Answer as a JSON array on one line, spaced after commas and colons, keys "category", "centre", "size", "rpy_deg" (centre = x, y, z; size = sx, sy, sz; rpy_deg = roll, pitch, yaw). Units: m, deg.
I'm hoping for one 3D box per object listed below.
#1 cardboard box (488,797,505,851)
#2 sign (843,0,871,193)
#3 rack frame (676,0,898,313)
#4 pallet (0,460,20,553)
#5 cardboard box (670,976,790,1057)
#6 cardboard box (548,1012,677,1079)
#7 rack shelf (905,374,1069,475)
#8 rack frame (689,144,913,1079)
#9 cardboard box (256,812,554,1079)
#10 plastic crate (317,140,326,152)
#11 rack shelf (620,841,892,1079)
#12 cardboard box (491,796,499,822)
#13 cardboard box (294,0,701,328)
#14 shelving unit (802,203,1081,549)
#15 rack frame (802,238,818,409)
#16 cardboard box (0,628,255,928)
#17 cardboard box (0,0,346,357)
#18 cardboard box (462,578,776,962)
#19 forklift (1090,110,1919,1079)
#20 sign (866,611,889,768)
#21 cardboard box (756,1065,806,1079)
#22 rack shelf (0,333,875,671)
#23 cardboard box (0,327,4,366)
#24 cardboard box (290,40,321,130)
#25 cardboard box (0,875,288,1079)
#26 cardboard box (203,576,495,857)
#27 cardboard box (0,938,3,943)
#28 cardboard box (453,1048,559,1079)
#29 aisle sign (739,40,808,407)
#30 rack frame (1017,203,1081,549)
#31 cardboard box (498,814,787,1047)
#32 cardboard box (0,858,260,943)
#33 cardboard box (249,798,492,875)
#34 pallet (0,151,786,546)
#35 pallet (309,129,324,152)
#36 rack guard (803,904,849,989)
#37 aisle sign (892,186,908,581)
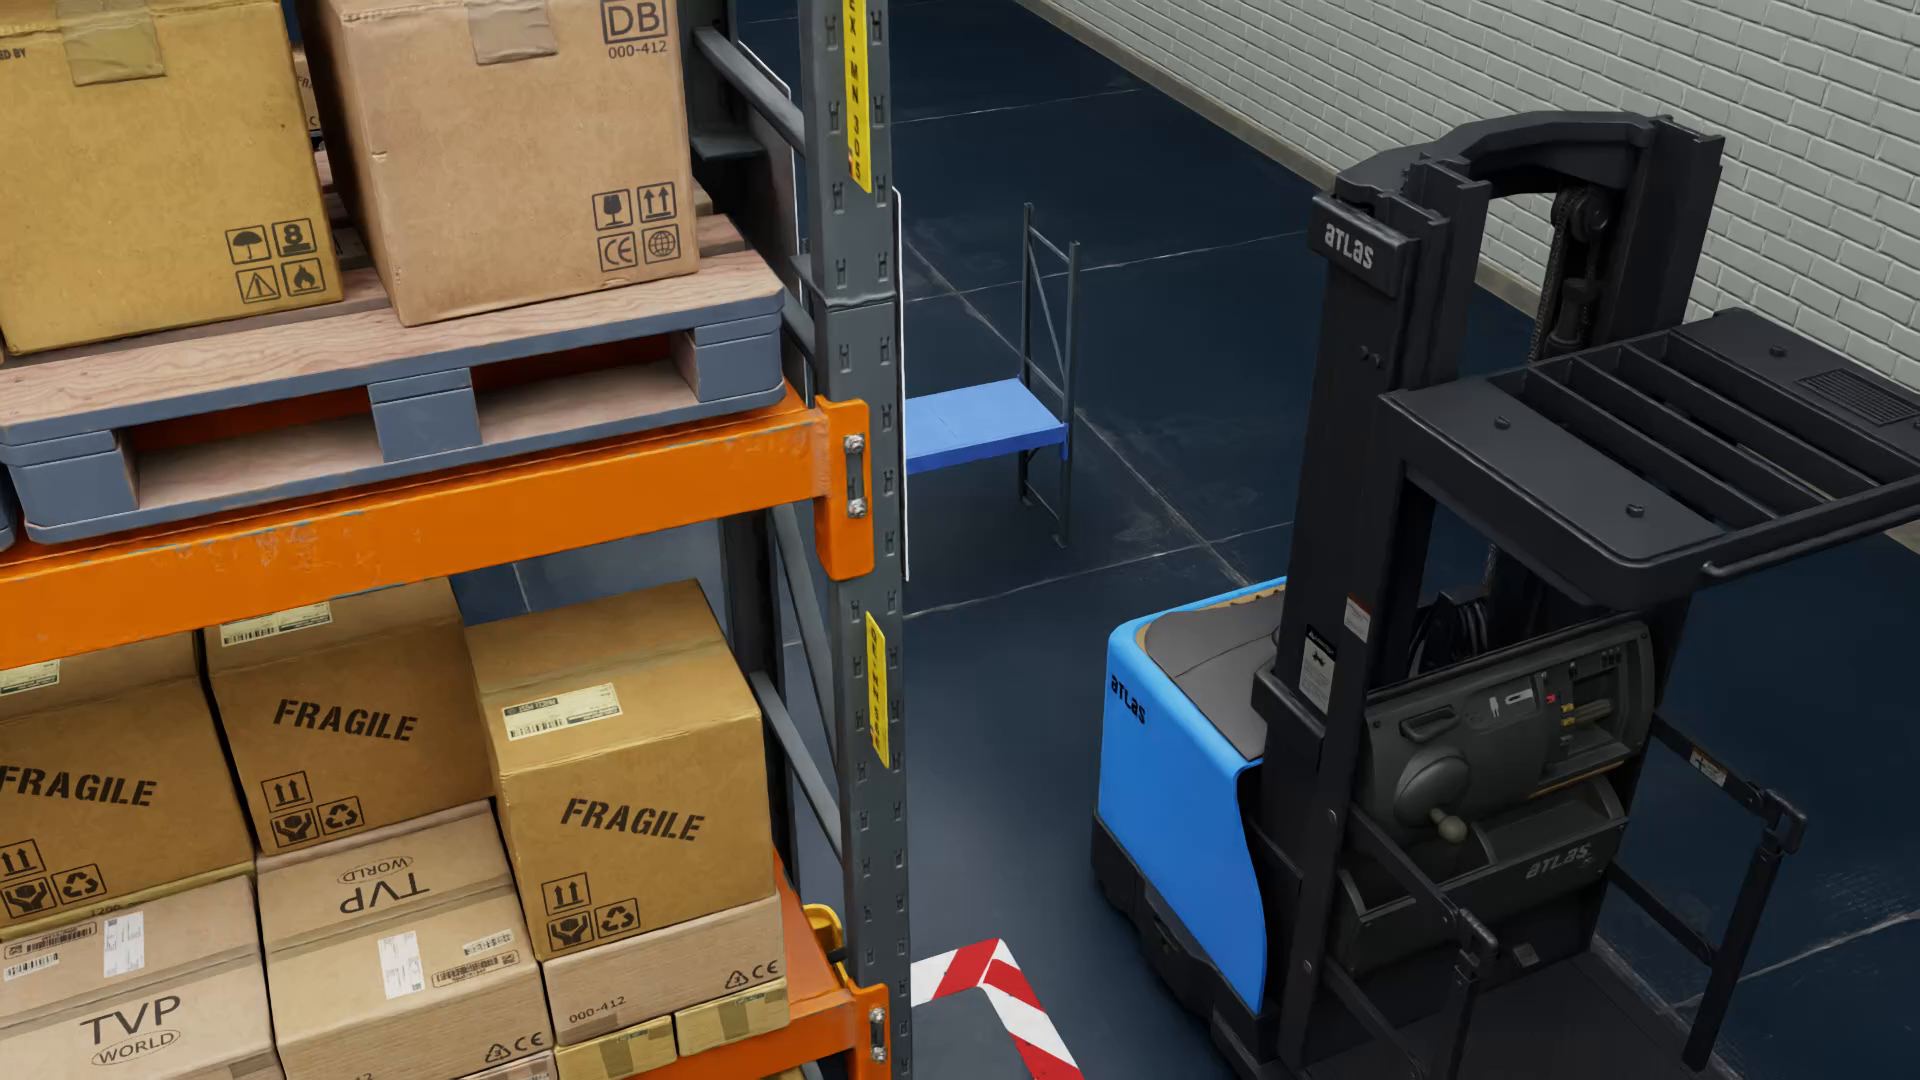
[{"category": "cardboard box", "centre": [-1.051, 0.674, 4.194], "size": [0.250, 0.149, 0.380], "rpy_deg": [-13, 35, -20]}, {"category": "sign", "centre": [-0.163, -0.715, 2.609], "size": [0.005, 0.325, 0.100], "rpy_deg": [-13, 35, -19]}, {"category": "rack frame", "centre": [-0.360, -1.910, 2.434], "size": [0.127, 3.000, 1.000], "rpy_deg": [-13, 35, -19]}, {"category": "pallet", "centre": [-2.167, -0.194, 2.629], "size": [1.213, 0.211, 1.003], "rpy_deg": [-13, 35, -19]}, {"category": "cardboard box", "centre": [-0.561, 0.951, 3.769], "size": [0.250, 0.149, 0.380], "rpy_deg": [-12, 35, -18]}, {"category": "cardboard box", "centre": [-0.800, 1.006, 3.683], "size": [0.250, 0.149, 0.380], "rpy_deg": [-13, 35, -18]}, {"category": "rack shelf", "centre": [-0.079, -0.460, 7.411], "size": [1.000, 0.185, 0.538], "rpy_deg": [-13, 35, -19]}, {"category": "rack frame", "centre": [-0.360, 0.605, 4.070], "size": [0.127, 3.000, 1.000], "rpy_deg": [-13, 35, -19]}, {"category": "cardboard box", "centre": [-1.172, 0.885, 3.504], "size": [0.500, 0.250, 0.500], "rpy_deg": [-14, 35, -20]}, {"category": "plastic crate", "centre": [-2.961, -1.888, 8.088], "size": [0.298, 0.136, 0.250], "rpy_deg": [-13, 35, -19]}, {"category": "rack shelf", "centre": [-2.204, 1.328, 3.618], "size": [4.000, 0.370, 1.077], "rpy_deg": [-13, 35, -19]}, {"category": "cardboard box", "centre": [-0.907, 0.508, 4.083], "size": [0.500, 0.250, 0.500], "rpy_deg": [-14, 36, -20]}, {"category": "cardboard box", "centre": [-0.819, -0.776, 2.873], "size": [0.500, 0.500, 0.700], "rpy_deg": [-15, 36, -22]}, {"category": "shelving unit", "centre": [-0.079, -0.611, 7.313], "size": [1.048, 1.500, 0.538], "rpy_deg": [-13, 35, -19]}, {"category": "rack frame", "centre": [-0.547, -0.503, 7.148], "size": [0.032, 1.500, 0.500], "rpy_deg": [-13, 35, -19]}, {"category": "cardboard box", "centre": [-1.844, 0.412, 3.544], "size": [0.500, 0.500, 0.500], "rpy_deg": [-14, 36, -20]}, {"category": "cardboard box", "centre": [-1.385, -0.718, 2.784], "size": [0.500, 0.500, 0.700], "rpy_deg": [-14, 36, -21]}, {"category": "cardboard box", "centre": [-0.708, 0.463, 3.465], "size": [0.500, 0.500, 0.500], "rpy_deg": [-12, 35, -18]}, {"category": "forklift", "centre": [1.544, 0.564, 4.196], "size": [1.130, 2.935, 3.031], "rpy_deg": [-14, 36, -21]}, {"category": "sign", "centre": [-0.163, 0.296, 3.266], "size": [0.005, 0.325, 0.100], "rpy_deg": [-13, 35, -19]}, {"category": "cardboard box", "centre": [-0.919, 1.494, 4.266], "size": [0.875, 0.875, 0.875], "rpy_deg": [-13, 35, -19]}, {"category": "rack shelf", "centre": [-2.204, 0.071, 2.800], "size": [4.000, 0.370, 1.077], "rpy_deg": [-13, 35, -19]}, {"category": "cardboard box", "centre": [-1.843, -0.584, 2.579], "size": [0.500, 0.500, 0.700], "rpy_deg": [-15, 36, -22]}, {"category": "cardboard box", "centre": [-4.598, -3.276, 11.923], "size": [0.500, 0.500, 0.500], "rpy_deg": [-13, 35, -19]}, {"category": "cardboard box", "centre": [-1.641, 0.993, 3.338], "size": [0.500, 0.250, 0.500], "rpy_deg": [-14, 36, -21]}, {"category": "cardboard box", "centre": [-1.368, 0.300, 3.716], "size": [0.500, 0.500, 0.500], "rpy_deg": [-14, 35, -20]}, {"category": "cardboard box", "centre": [-2.328, 0.838, 3.576], "size": [0.500, 0.250, 0.500], "rpy_deg": [-14, 35, -20]}, {"category": "cardboard box", "centre": [-1.033, 1.059, 3.602], "size": [0.250, 0.149, 0.380], "rpy_deg": [-13, 35, -19]}, {"category": "aisle sign", "centre": [-0.410, -0.651, 3.617], "size": [0.004, 0.787, 0.394], "rpy_deg": [-13, 35, -19]}, {"category": "rack frame", "centre": [0.390, -0.718, 7.478], "size": [0.032, 1.500, 0.500], "rpy_deg": [-13, 35, -19]}, {"category": "cardboard box", "centre": [-0.704, 0.778, 3.668], "size": [0.500, 0.250, 0.500], "rpy_deg": [-13, 35, -20]}, {"category": "cardboard box", "centre": [-1.849, 0.726, 3.749], "size": [0.500, 0.250, 0.500], "rpy_deg": [-14, 36, -21]}, {"category": "cardboard box", "centre": [-1.384, 0.621, 3.909], "size": [0.500, 0.250, 0.500], "rpy_deg": [-13, 35, -20]}, {"category": "pallet", "centre": [-1.040, -0.454, 3.028], "size": [1.213, 0.211, 1.003], "rpy_deg": [-13, 35, -19]}, {"category": "pallet", "centre": [-4.997, -3.024, 12.204], "size": [1.213, 0.211, 1.003], "rpy_deg": [-13, 35, -19]}, {"category": "rack guard", "centre": [-0.338, 1.647, 4.760], "size": [0.348, 0.500, 1.175], "rpy_deg": [-13, 35, -19]}, {"category": "aisle sign", "centre": [-0.178, -0.349, 3.153], "size": [0.004, 0.787, 0.394], "rpy_deg": [-13, 35, -19]}]
